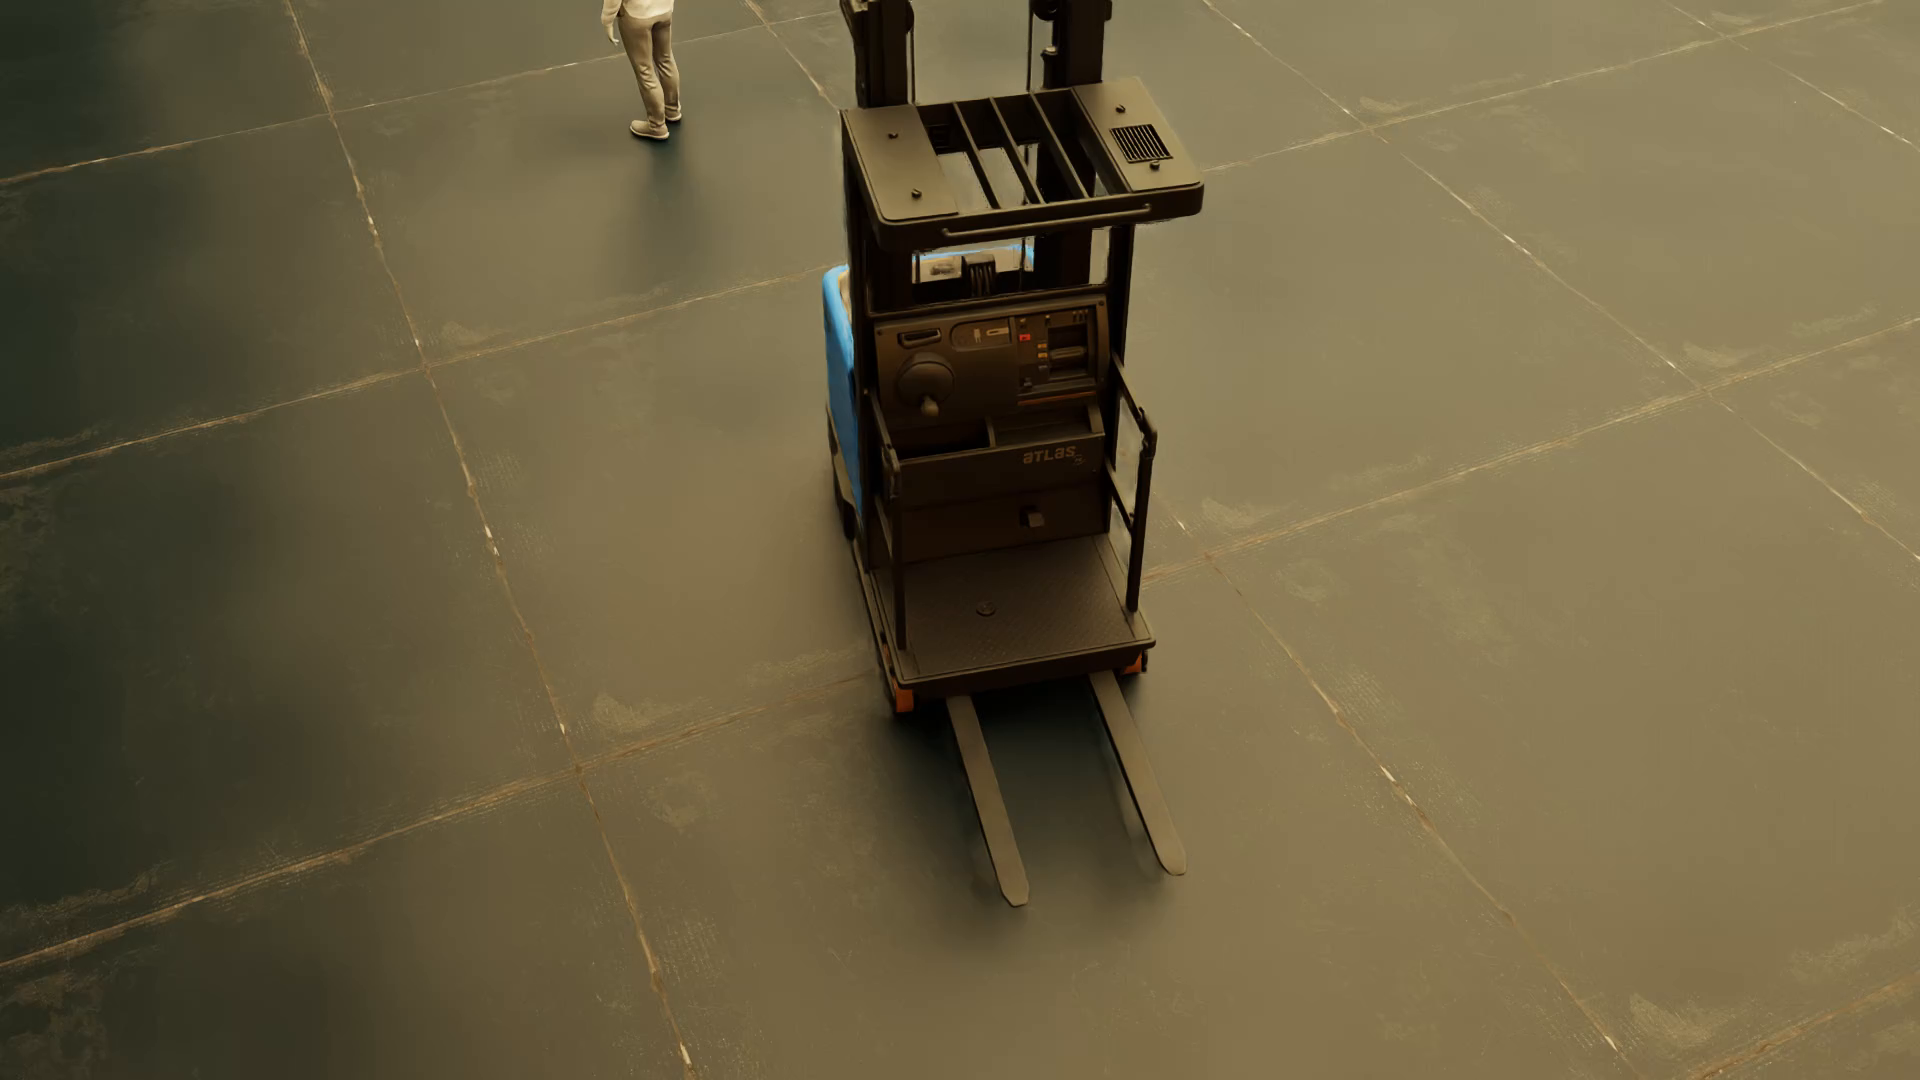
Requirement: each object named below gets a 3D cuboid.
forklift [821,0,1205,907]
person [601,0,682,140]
[{"bbox_3d":[0.179,-0.627,6.352,1.130,2.935,3.031,-9,44,-9],"label":"forklift"},{"bbox_3d":[-1.948,-3.211,10.016,0.532,1.695,0.586,30,51,28],"label":"person"}]
